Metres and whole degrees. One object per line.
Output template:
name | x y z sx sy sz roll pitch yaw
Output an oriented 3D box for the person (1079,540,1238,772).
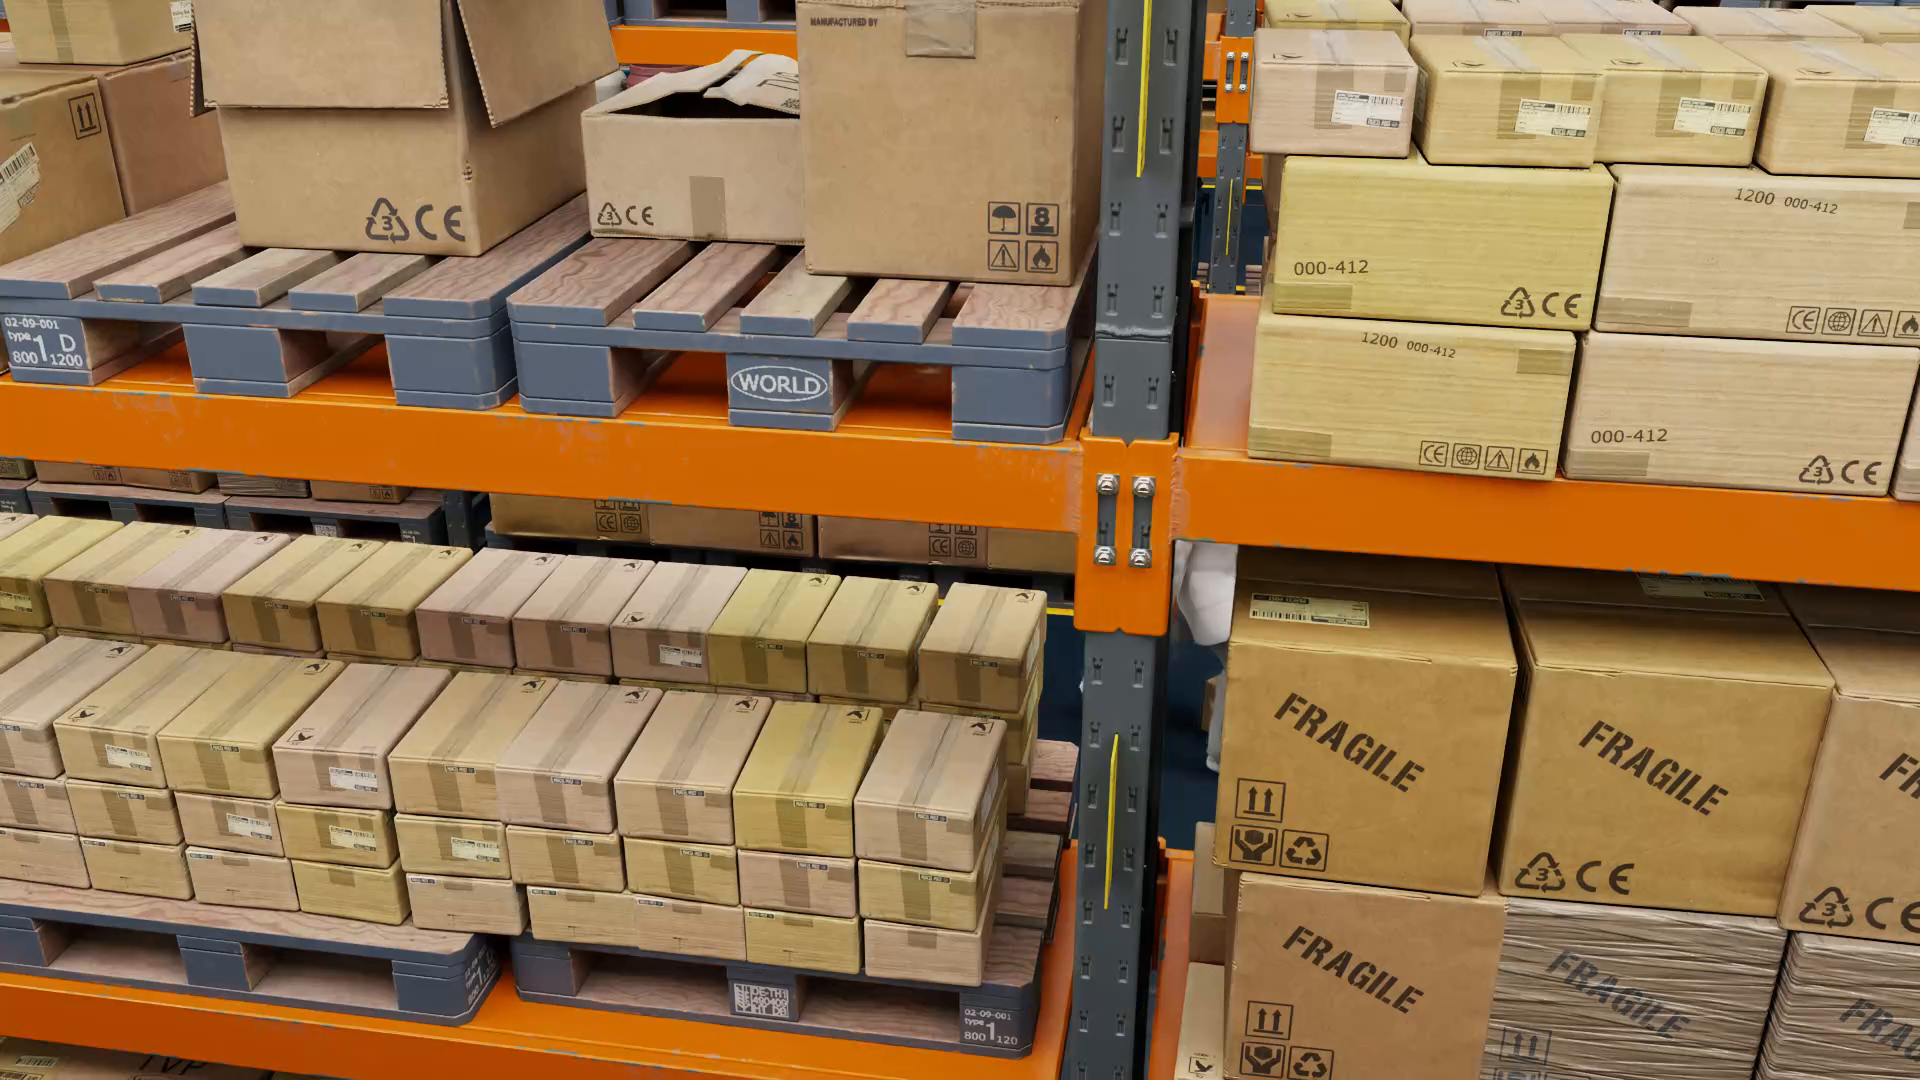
person | 0.969 0.109 6.919 1.022 1.718 0.627 11 27 23
